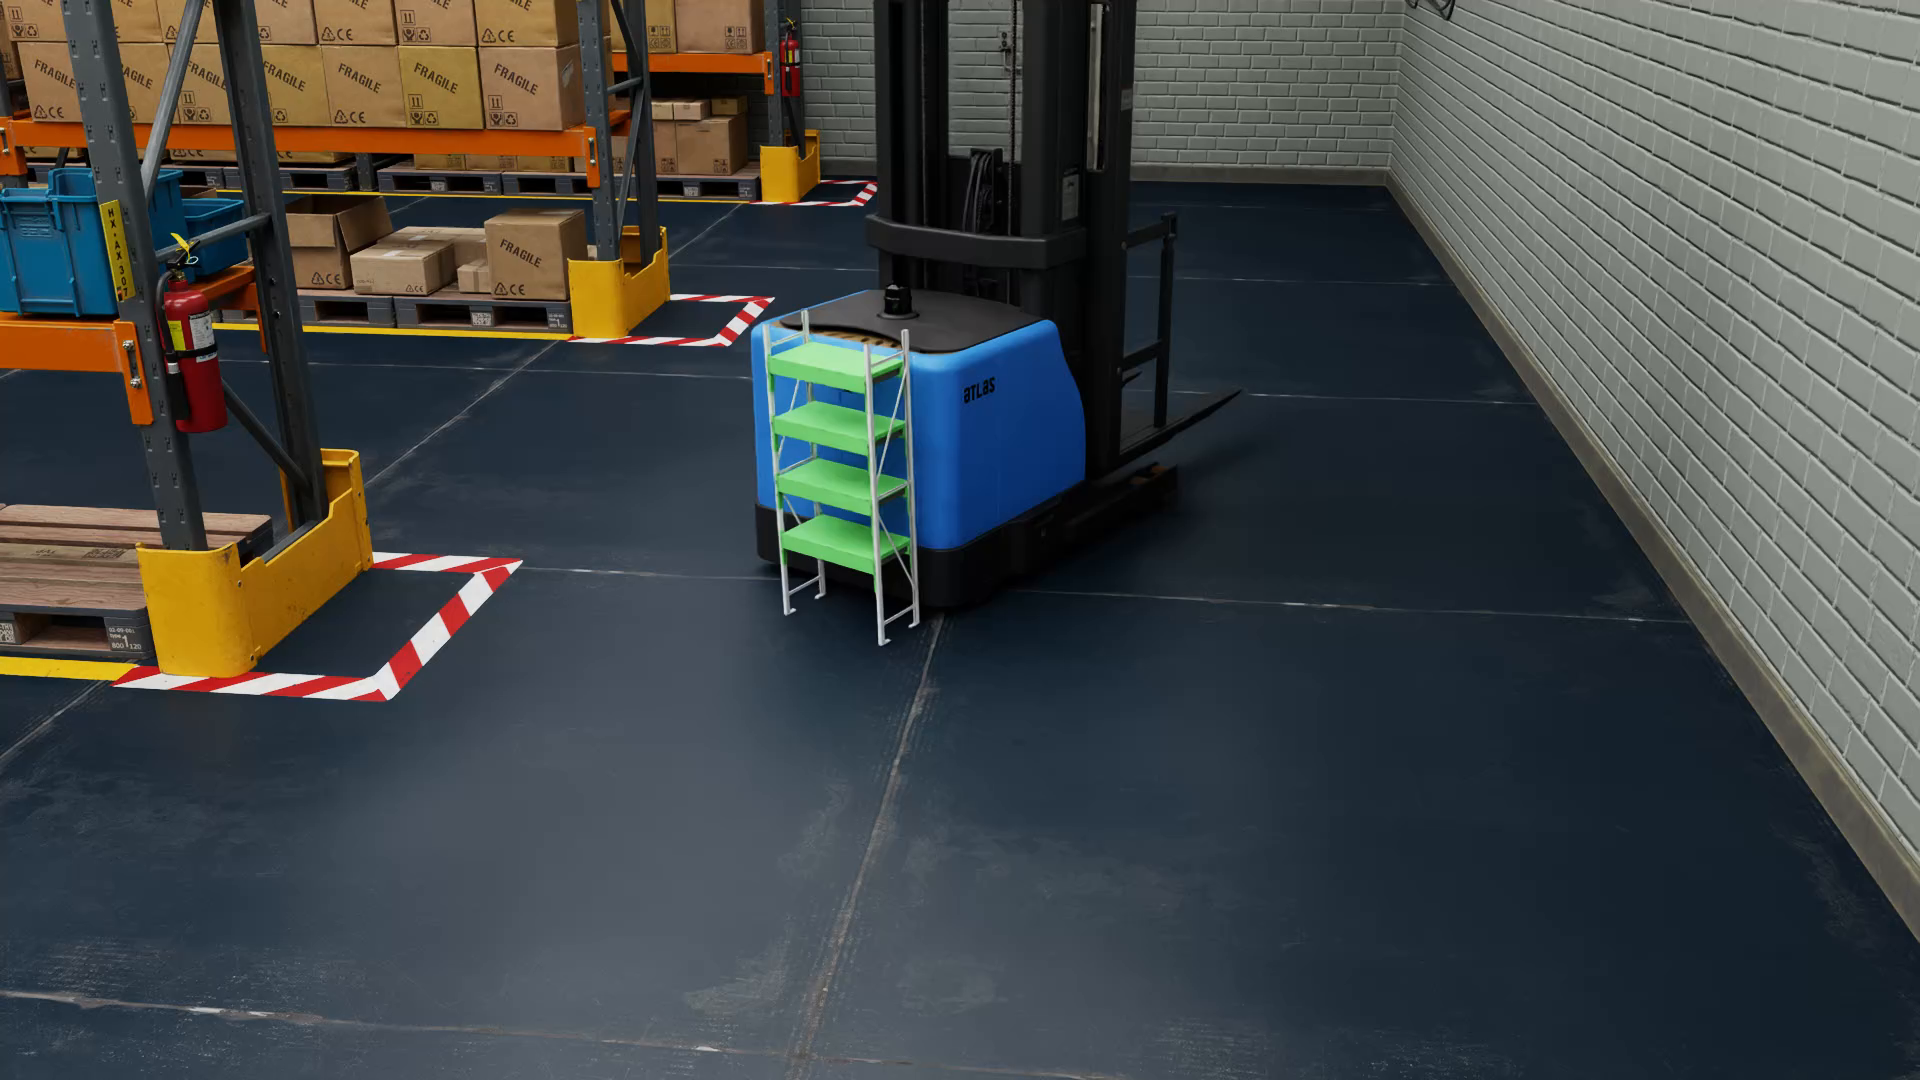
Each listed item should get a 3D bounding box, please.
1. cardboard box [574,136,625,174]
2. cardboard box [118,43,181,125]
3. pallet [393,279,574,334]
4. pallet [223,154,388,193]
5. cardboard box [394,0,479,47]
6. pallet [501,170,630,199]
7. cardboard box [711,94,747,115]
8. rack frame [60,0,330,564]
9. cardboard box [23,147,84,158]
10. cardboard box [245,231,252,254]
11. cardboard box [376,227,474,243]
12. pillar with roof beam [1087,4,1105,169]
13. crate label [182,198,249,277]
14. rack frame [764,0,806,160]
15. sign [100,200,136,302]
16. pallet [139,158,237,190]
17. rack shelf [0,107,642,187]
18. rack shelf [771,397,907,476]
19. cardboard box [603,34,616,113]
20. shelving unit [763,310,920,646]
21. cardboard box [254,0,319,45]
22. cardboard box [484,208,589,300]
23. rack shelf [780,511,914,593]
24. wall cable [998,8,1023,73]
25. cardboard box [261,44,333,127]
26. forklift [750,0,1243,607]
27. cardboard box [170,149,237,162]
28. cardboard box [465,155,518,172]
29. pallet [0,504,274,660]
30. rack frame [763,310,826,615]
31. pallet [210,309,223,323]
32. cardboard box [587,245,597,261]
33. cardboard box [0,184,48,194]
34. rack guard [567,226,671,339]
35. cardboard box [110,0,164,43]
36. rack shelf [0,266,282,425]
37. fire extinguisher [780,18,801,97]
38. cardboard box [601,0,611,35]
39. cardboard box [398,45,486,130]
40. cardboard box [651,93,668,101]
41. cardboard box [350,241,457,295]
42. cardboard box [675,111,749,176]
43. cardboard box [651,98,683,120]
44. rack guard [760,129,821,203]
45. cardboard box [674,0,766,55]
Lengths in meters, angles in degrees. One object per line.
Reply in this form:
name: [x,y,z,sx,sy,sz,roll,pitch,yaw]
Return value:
cardboard box: [-3.324,-3.785,15.763,0.500,0.500,0.700,2,22,5]
cardboard box: [-5.189,-2.984,10.771,0.500,0.500,0.500,3,22,7]
pallet: [-3.067,-1.647,11.320,1.213,0.211,1.003,2,22,6]
pallet: [-6.368,-3.598,16.253,1.213,0.211,1.003,2,22,6]
cardboard box: [-3.176,-3.359,10.360,0.500,0.500,0.500,3,22,8]
pallet: [-3.632,-3.479,15.951,1.213,0.211,1.003,2,22,6]
cardboard box: [-2.180,-4.111,15.706,0.250,0.149,0.380,3,22,7]
rack frame: [-2.787,-1.099,6.139,0.127,3.000,1.000,2,22,6]
cardboard box: [-8.850,-4.178,16.280,0.750,0.750,0.750,2,22,6]
cardboard box: [-4.828,-2.081,11.681,0.500,0.311,0.500,2,22,6]
cardboard box: [-3.700,-2.003,11.568,0.500,0.250,0.500,2,22,6]
pillar with roof beam: [0.656,-6.133,10.712,0.400,9.000,9.100,2,22,6]
crate label: [-2.993,-1.179,6.489,0.303,0.233,0.416,2,22,6]
rack frame: [-1.621,-4.716,15.288,0.127,3.000,1.000,2,22,6]
sign: [-2.835,-0.973,5.599,0.005,0.325,0.100,2,22,6]
pallet: [-7.583,-3.650,16.384,1.213,0.211,1.003,2,22,6]
rack shelf: [-4.186,-2.659,11.064,4.000,0.370,1.077,2,22,6]
rack shelf: [-0.452,-0.398,6.320,0.480,0.148,0.258,15,29,34]
cardboard box: [-2.610,-3.069,10.986,0.500,0.500,0.500,3,22,7]
shelving unit: [-0.448,-0.236,6.390,0.503,1.200,0.258,15,29,34]
cardboard box: [-4.202,-3.402,10.468,0.500,0.500,0.500,3,22,8]
cardboard box: [-2.769,-1.883,10.923,0.500,0.500,0.500,2,22,6]
rack shelf: [-0.440,0.042,6.511,0.480,0.148,0.258,15,29,34]
wall cable: [-0.238,-5.478,15.834,1.851,1.984,0.084,2,22,6]
cardboard box: [-4.188,-2.940,10.660,0.500,0.500,0.500,2,22,6]
forklift: [0.381,-1.582,7.455,1.130,2.935,3.031,14,26,32]
cardboard box: [-7.137,-4.102,16.089,0.750,0.750,0.750,3,22,8]
cardboard box: [-4.364,-3.829,15.873,0.500,0.500,0.700,2,22,6]
pallet: [-3.601,0.148,6.777,1.213,0.211,1.003,2,22,6]
rack frame: [-0.644,-0.289,6.525,0.015,1.200,0.240,15,29,34]
pallet: [-5.490,-1.753,11.587,1.213,0.211,1.003,2,22,6]
cardboard box: [-2.575,-1.929,11.519,0.250,0.149,0.380,2,22,6]
cardboard box: [-6.624,-2.232,11.807,0.500,0.500,0.500,2,22,4]
rack guard: [-2.275,-1.748,11.180,0.348,0.500,1.175,2,22,6]
cardboard box: [-5.225,-3.446,10.581,0.500,0.500,0.500,2,22,5]
rack shelf: [-4.773,-0.850,6.490,4.000,0.370,1.077,2,22,6]
fire extinguisher: [-1.525,-4.331,14.928,0.183,0.674,0.296,2,22,6]
cardboard box: [-2.610,-3.534,10.802,0.500,0.500,0.500,3,22,8]
cardboard box: [-3.192,-2.895,10.545,0.500,0.500,0.500,3,22,7]
cardboard box: [-2.932,-4.144,15.789,0.250,0.149,0.380,3,22,7]
cardboard box: [-3.709,-1.818,11.101,0.500,0.250,0.500,2,22,6]
cardboard box: [-2.328,-3.742,15.654,0.500,0.500,0.700,2,22,6]
cardboard box: [-2.730,-3.994,15.408,0.250,0.149,0.380,3,22,8]
rack guard: [-1.597,-3.552,15.745,0.348,0.500,1.175,2,22,6]
cardboard box: [-2.128,-4.874,15.279,0.700,0.700,0.980,3,22,9]
